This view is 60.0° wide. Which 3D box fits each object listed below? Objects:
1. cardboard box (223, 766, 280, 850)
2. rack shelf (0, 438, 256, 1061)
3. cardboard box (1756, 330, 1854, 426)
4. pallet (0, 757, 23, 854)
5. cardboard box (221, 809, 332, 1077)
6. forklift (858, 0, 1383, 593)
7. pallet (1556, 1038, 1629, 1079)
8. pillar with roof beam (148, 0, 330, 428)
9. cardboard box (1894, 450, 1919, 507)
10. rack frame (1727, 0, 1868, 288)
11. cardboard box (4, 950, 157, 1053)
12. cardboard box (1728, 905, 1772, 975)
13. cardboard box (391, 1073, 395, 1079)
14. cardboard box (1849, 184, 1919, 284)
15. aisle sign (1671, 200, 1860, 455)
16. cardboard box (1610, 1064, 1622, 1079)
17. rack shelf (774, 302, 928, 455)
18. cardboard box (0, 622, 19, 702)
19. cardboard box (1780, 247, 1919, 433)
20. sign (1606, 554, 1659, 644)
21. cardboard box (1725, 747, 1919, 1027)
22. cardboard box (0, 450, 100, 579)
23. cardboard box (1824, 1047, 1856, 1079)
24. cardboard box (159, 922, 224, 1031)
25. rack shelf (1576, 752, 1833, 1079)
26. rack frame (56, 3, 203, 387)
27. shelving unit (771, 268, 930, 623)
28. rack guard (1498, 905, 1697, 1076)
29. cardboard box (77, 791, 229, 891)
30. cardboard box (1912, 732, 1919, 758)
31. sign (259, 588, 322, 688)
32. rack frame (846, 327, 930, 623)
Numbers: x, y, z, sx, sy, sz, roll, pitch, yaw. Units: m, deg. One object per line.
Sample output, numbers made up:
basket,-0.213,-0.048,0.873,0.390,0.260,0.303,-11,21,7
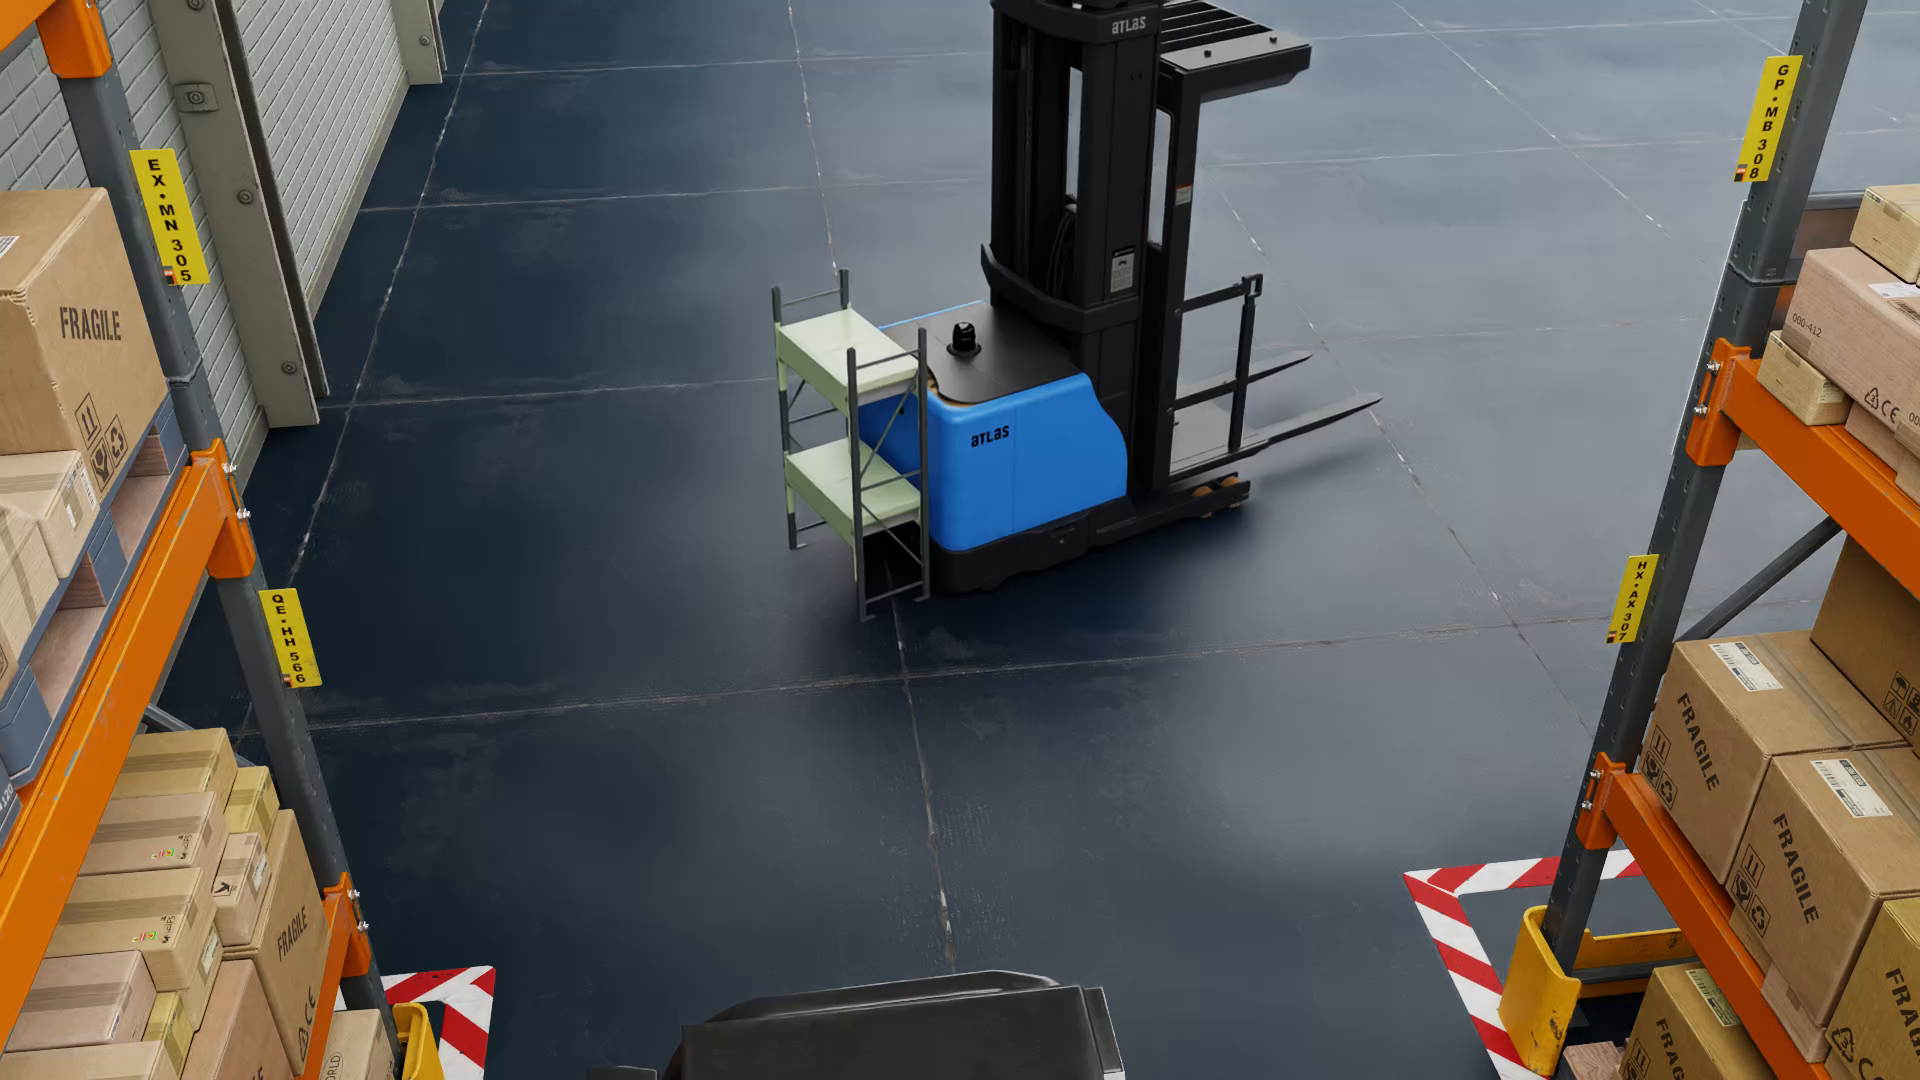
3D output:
cardboard box,-2.012,0.739,4.338,0.380,0.149,0.250,-4,34,-6
rack shelf,-2.067,1.050,2.521,1.077,0.370,4.000,-4,35,-6
cardboard box,2.305,-0.428,4.274,0.380,0.149,0.250,-4,35,-6
pallet,-2.099,0.752,2.398,1.003,0.211,1.213,-4,35,-6
cardboard box,-2.010,1.089,4.399,0.500,0.500,0.500,-5,35,-7
forklift,0.971,-1.564,8.442,3.031,2.935,1.130,-19,39,-26
pallet,2.666,2.148,5.410,1.003,0.211,1.213,-4,35,-6
pillar with roof beam,0.323,-4.821,7.833,9.100,9.000,0.400,-4,35,-6
cardboard box,2.430,-0.138,3.849,0.380,0.149,0.250,-3,34,-5
rack frame,2.582,-1.981,3.667,1.000,3.000,0.127,-4,35,-6
cardboard box,-1.993,1.051,3.615,0.380,0.149,0.250,-4,34,-6
cardboard box,2.426,1.101,4.694,0.380,0.149,0.250,-5,35,-8
cardboard box,-1.961,1.880,4.953,0.500,0.250,0.500,-5,35,-7
cardboard box,2.428,-0.754,4.044,0.380,0.149,0.250,-5,35,-7
aisle sign,2.266,-0.588,4.640,0.394,0.787,0.004,-4,35,-6
cardboard box,2.416,1.932,5.321,0.500,0.250,0.500,-5,35,-7
rack shelf,-0.520,-0.774,7.861,0.431,0.370,0.720,-19,39,-26
cardboard box,-1.997,0.188,2.597,0.700,0.500,0.500,-4,34,-6
cardboard box,2.386,-0.502,4.028,0.500,0.250,0.500,-5,35,-7
sign,2.044,0.181,5.052,0.100,0.325,0.005,-4,35,-6
cardboard box,2.444,0.908,4.402,0.500,0.500,0.500,-3,34,-5
cardboard box,-1.924,-0.035,3.236,0.380,0.149,0.250,-5,35,-8
cardboard box,2.482,1.388,4.273,0.380,0.149,0.250,-3,34,-5
cardboard box,-1.974,1.028,3.912,0.380,0.149,0.250,-4,34,-5
rack shelf,2.851,1.911,3.921,1.077,0.370,4.000,-4,35,-6
rack frame,-2.336,-1.603,3.112,1.000,3.000,0.127,-4,35,-6
shelving unit,-0.520,-0.452,8.081,0.431,1.500,0.755,-19,39,-26
rack guard,2.592,1.573,5.998,1.175,0.500,0.348,-4,35,-6
cardboard box,-2.015,0.763,4.038,0.380,0.149,0.250,-4,35,-6
cardboard box,2.928,0.472,4.153,0.700,0.500,0.500,-4,34,-6
sign,-1.797,0.266,4.457,0.100,0.325,0.005,-4,35,-6
rack frame,-0.325,-0.277,7.825,0.400,1.500,0.023,-19,39,-26
